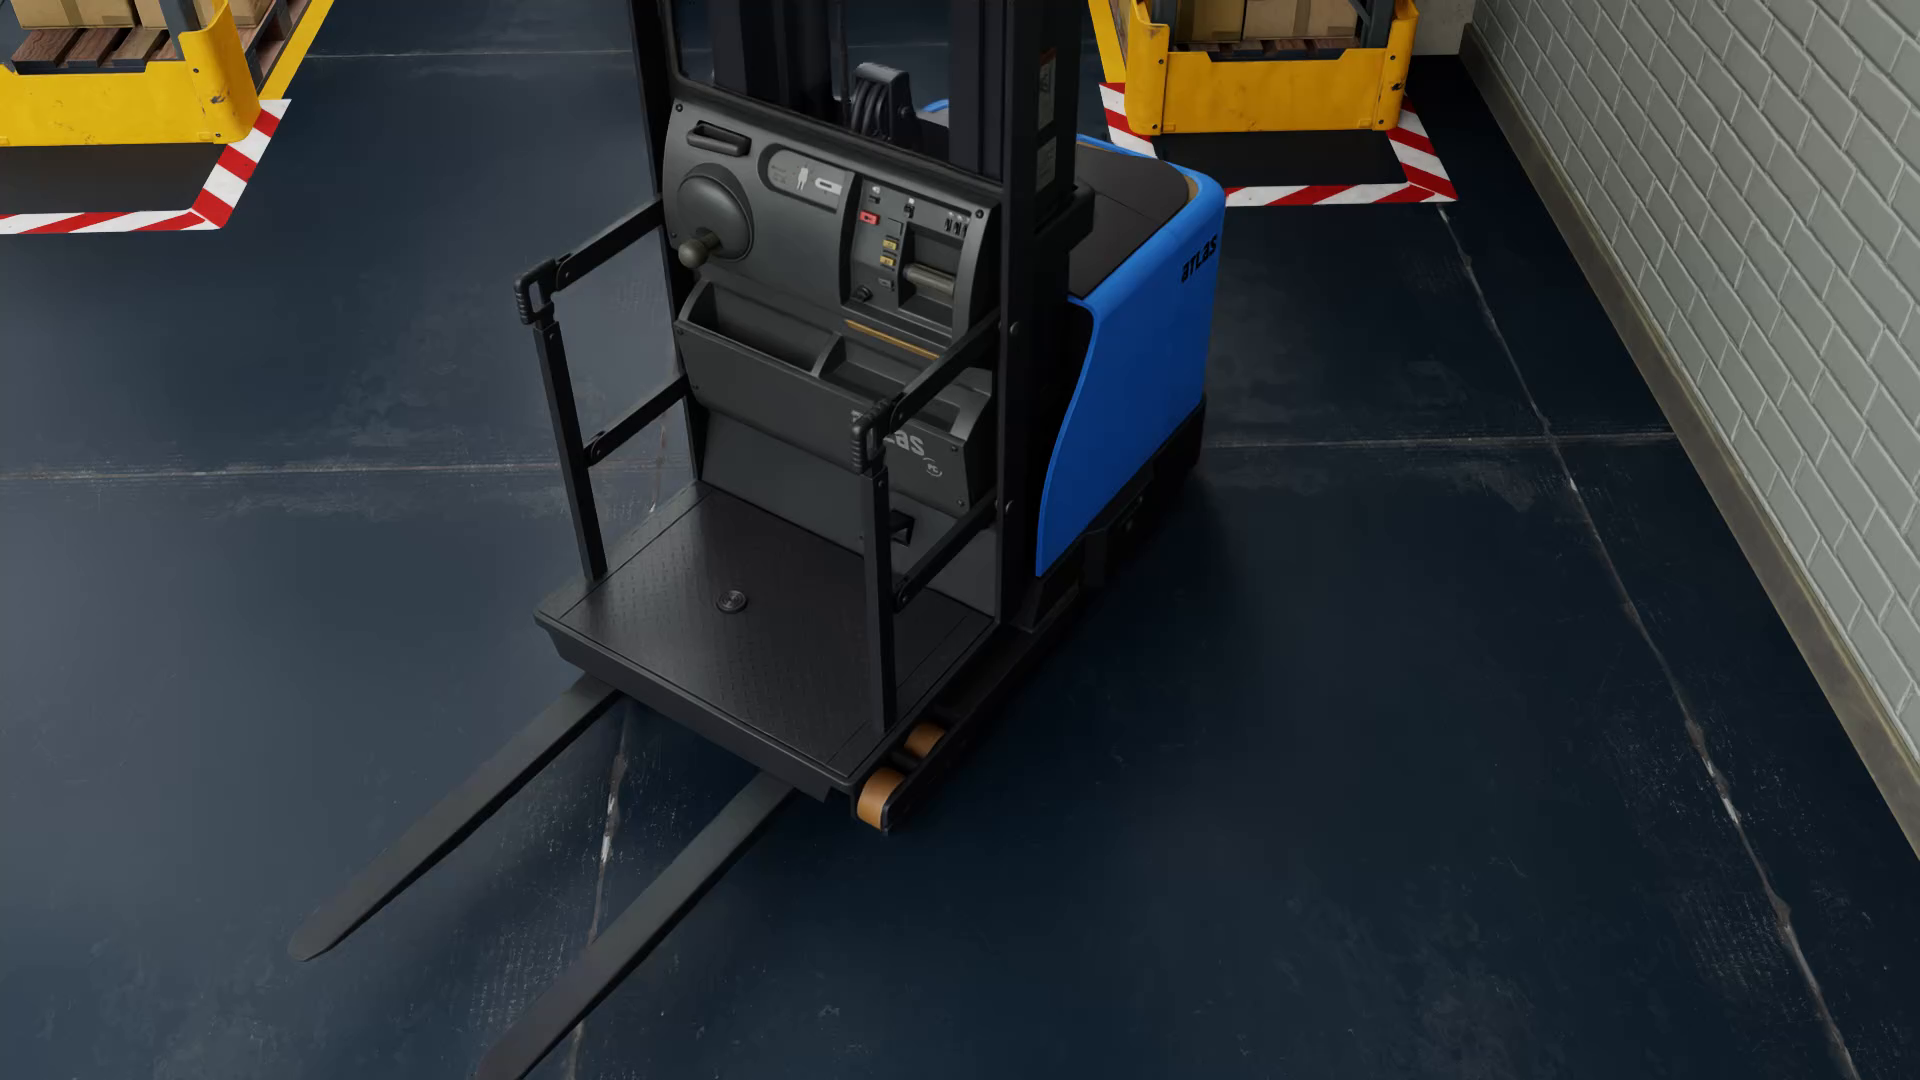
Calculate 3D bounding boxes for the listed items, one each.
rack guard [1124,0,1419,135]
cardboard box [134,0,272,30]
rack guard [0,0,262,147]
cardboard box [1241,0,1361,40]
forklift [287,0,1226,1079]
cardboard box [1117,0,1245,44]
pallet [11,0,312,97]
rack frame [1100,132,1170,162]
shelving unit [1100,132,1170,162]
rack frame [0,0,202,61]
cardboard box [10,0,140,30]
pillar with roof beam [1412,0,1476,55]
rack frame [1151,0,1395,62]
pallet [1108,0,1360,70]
[{"bbox_3d":[1.314,-2.055,7.122,1.175,0.500,0.348,-2,43,-2],"label":"rack guard"},{"bbox_3d":[-3.404,-2.542,7.527,0.500,0.250,0.500,-2,43,-2],"label":"cardboard box"},{"bbox_3d":[-3.649,-1.978,7.038,1.175,0.500,0.348,-2,43,-2],"label":"rack guard"},{"bbox_3d":[1.487,-2.471,7.450,0.500,0.250,0.500,-1,43,-2],"label":"cardboard box"},{"bbox_3d":[-0.452,-0.684,3.827,1.130,2.935,3.031,24,48,24],"label":"forklift"},{"bbox_3d":[0.977,-2.442,7.419,0.500,0.250,0.500,-1,43,-1],"label":"cardboard box"},{"bbox_3d":[-3.649,-2.421,7.735,1.003,0.211,1.213,-2,43,-2],"label":"pallet"},{"bbox_3d":[0.540,-0.921,5.590,0.240,0.900,0.006,22,42,22],"label":"rack frame"},{"bbox_3d":[0.489,-0.868,5.519,0.258,0.900,0.210,22,42,22],"label":"shelving unit"},{"bbox_3d":[-3.646,-2.848,6.137,1.000,3.000,0.127,-2,43,-2],"label":"rack frame"},{"bbox_3d":[-3.950,-2.543,7.529,0.500,0.250,0.500,-2,43,-2],"label":"cardboard box"},{"bbox_3d":[-2.117,-5.577,4.674,9.100,9.000,0.400,-2,43,-2],"label":"pillar with roof beam"},{"bbox_3d":[1.313,-2.993,6.295,1.000,3.000,0.127,-2,43,-2],"label":"rack frame"},{"bbox_3d":[1.239,-2.480,7.799,1.003,0.211,1.213,-2,43,-2],"label":"pallet"}]
